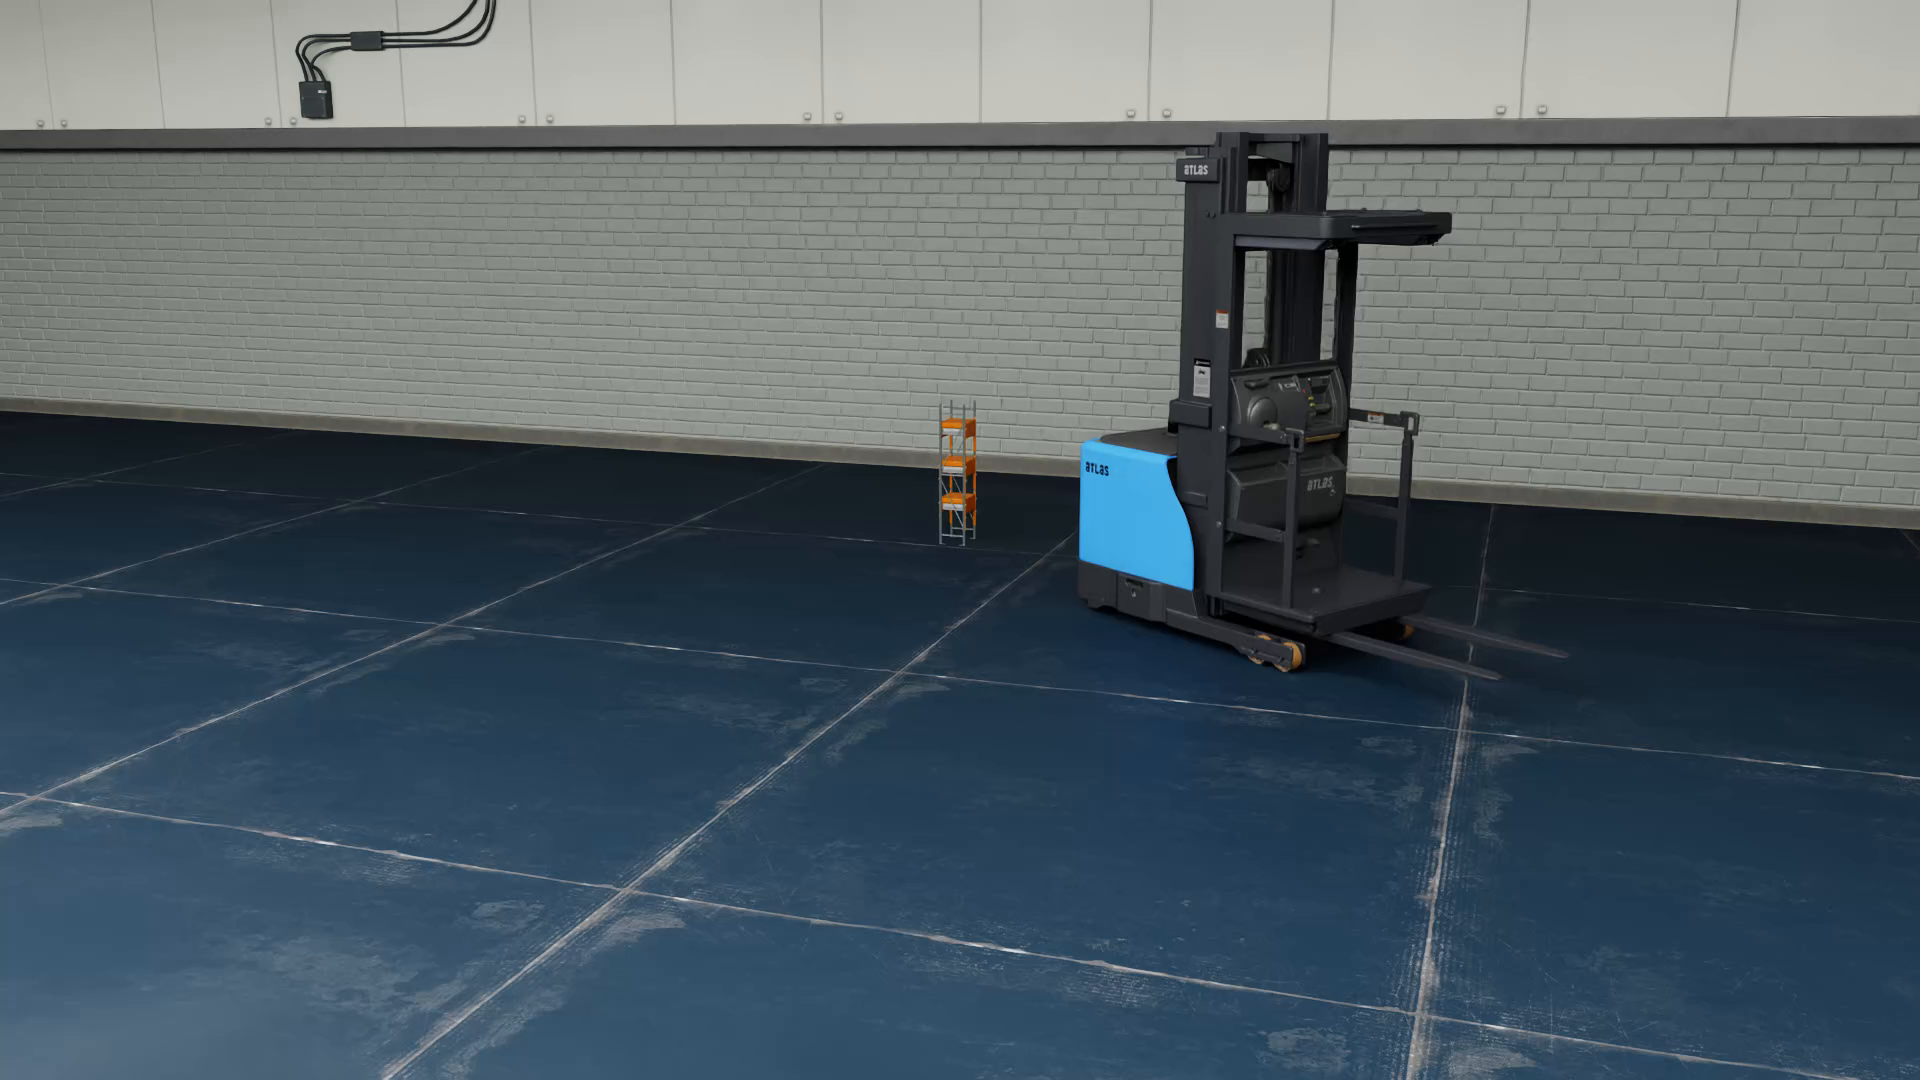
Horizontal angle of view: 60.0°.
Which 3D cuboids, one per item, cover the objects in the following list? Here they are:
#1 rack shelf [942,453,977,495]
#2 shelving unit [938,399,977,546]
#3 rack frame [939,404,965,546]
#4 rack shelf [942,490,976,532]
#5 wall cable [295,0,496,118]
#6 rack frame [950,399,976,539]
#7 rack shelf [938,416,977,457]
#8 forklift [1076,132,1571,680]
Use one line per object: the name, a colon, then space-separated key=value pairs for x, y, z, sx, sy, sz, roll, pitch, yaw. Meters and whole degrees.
rack shelf: x=-0.017 y=-0.490 z=12.324 sx=0.215 sy=0.259 sz=0.240 roll=4 pitch=14 yaw=18
shelving unit: x=-0.017 y=-0.501 z=12.322 sx=0.215 sy=1.050 sz=0.252 roll=4 pitch=14 yaw=18
rack frame: x=-0.057 y=-0.475 z=12.209 sx=0.200 sy=1.050 sz=0.008 roll=4 pitch=14 yaw=18
rack shelf: x=-0.017 y=-0.219 z=12.386 sx=0.215 sy=0.259 sz=0.240 roll=4 pitch=14 yaw=18
wall cable: x=-5.518 y=-7.098 z=15.719 sx=2.305 sy=6.003 sz=0.169 roll=4 pitch=14 yaw=18
rack frame: x=0.022 y=-0.526 z=12.434 sx=0.200 sy=1.050 sz=0.008 roll=4 pitch=14 yaw=18
rack shelf: x=-0.017 y=-0.767 z=12.261 sx=0.215 sy=0.259 sz=0.240 roll=4 pitch=14 yaw=18
forklift: x=2.044 y=-0.818 z=9.486 sx=1.130 sy=2.935 sz=3.031 roll=-10 pitch=16 yaw=-37
